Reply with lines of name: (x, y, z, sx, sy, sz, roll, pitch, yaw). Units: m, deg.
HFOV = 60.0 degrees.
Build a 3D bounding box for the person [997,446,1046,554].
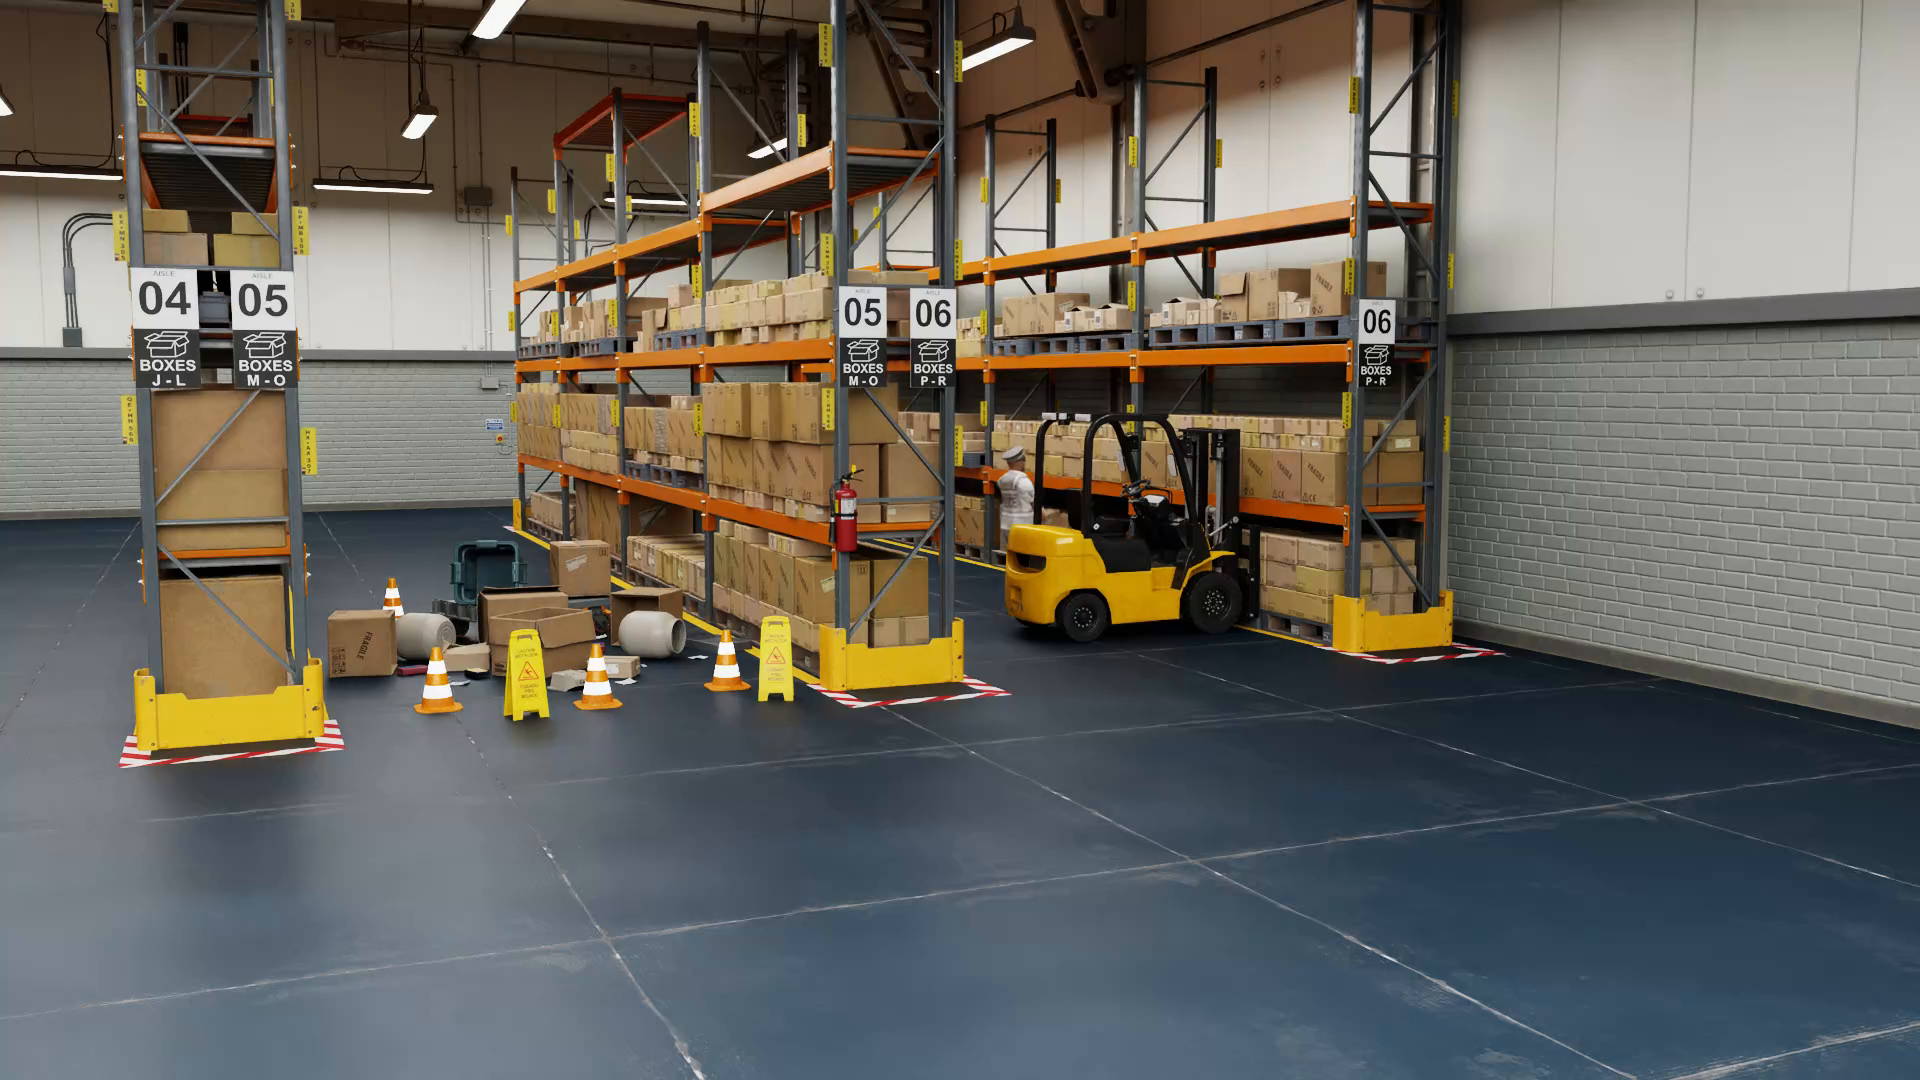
person: (0.706, -0.120, 17.807, 0.546, 1.784, 0.544, -3, 6, -32)
